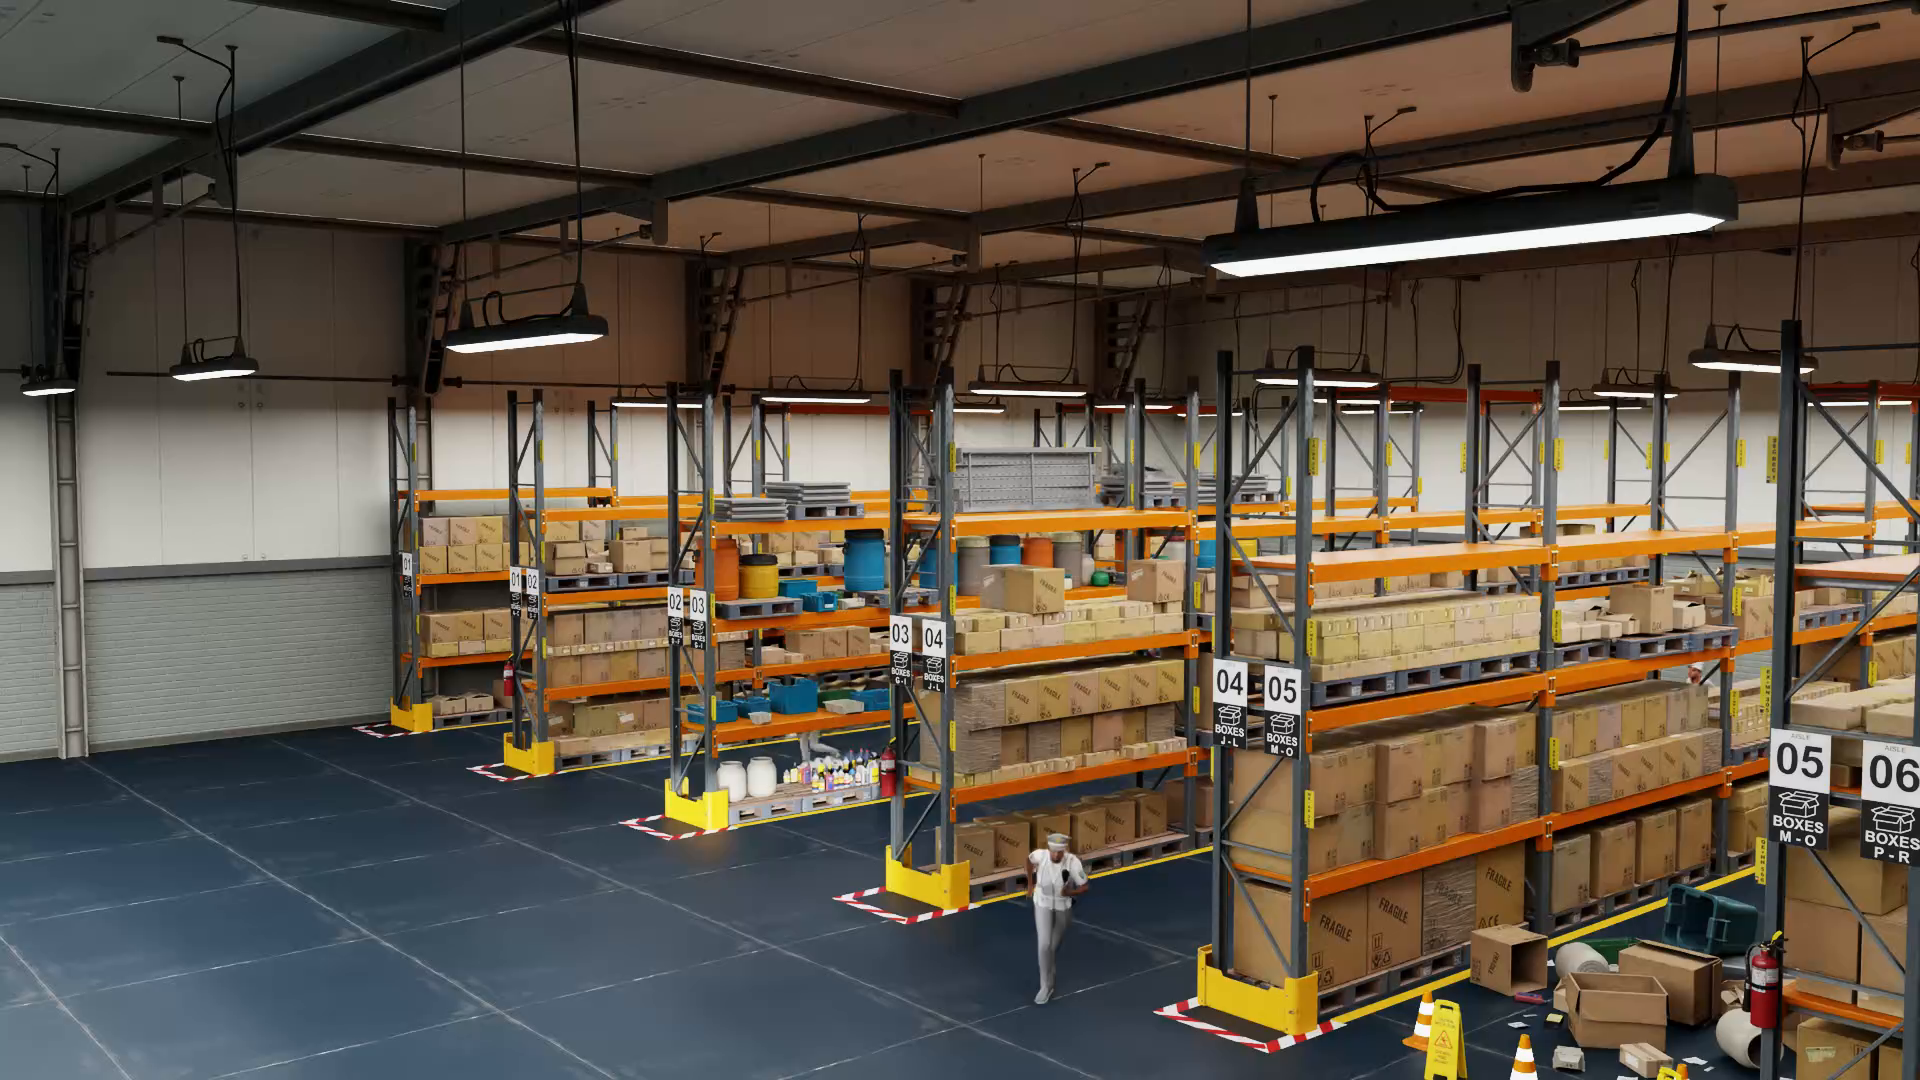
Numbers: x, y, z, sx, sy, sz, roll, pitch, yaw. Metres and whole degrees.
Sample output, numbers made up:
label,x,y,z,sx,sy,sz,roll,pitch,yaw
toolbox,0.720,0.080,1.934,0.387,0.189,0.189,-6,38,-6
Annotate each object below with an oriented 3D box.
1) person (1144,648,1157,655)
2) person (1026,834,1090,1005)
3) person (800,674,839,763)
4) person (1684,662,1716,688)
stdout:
label,x,y,z,sx,sy,sz,roll,pitch,yaw
person,3.597,2.518,31.685,0.609,1.650,1.060,3,4,39
person,0.917,3.460,15.655,0.582,1.568,0.993,0,3,2
person,-2.230,2.871,25.848,0.758,1.590,0.531,-1,4,-24
person,11.614,2.774,25.984,0.713,1.772,0.666,-2,4,-30
